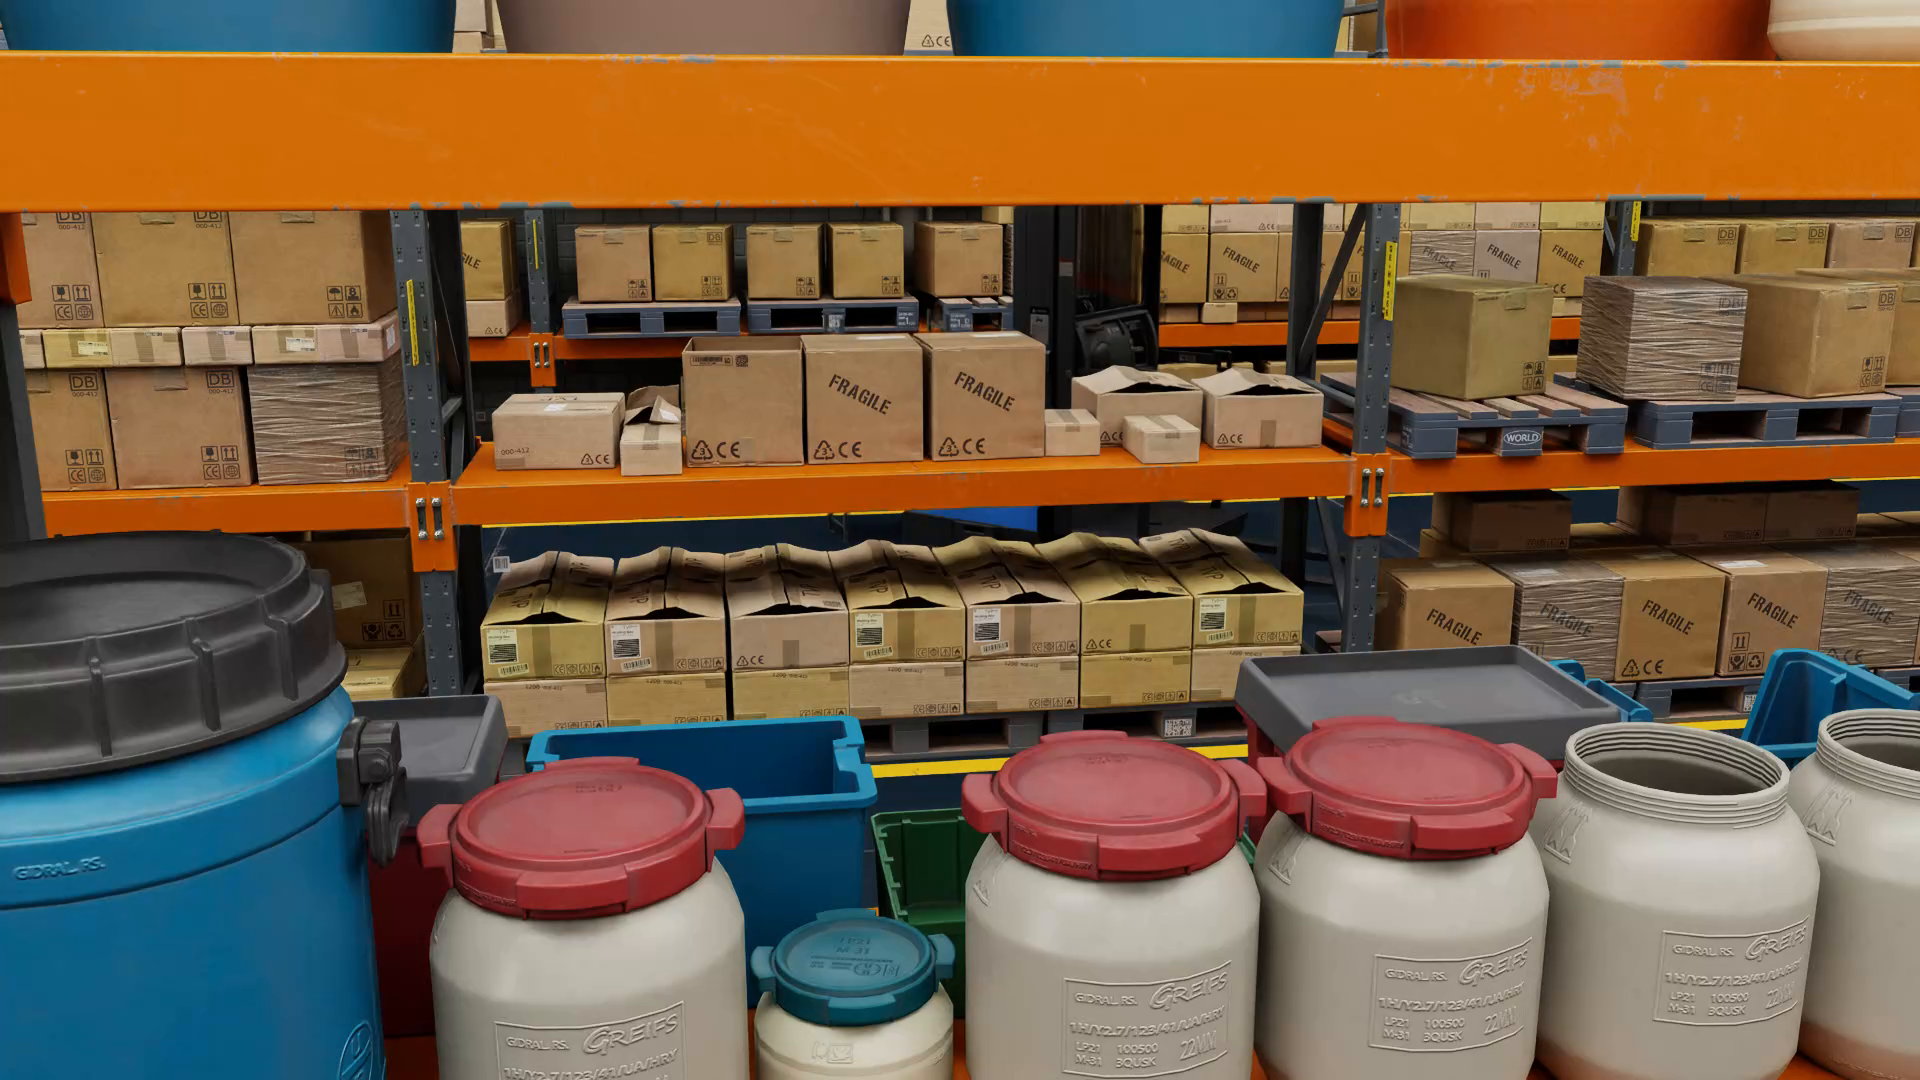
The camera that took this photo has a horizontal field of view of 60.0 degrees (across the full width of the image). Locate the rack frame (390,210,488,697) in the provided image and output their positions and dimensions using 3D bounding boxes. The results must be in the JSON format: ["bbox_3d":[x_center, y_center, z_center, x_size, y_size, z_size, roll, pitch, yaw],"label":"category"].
[{"bbox_3d":[-2.221,-0.523,7.142,0.127,3.000,1.000,-2,14,-8],"label":"rack frame"}]

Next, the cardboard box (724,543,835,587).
[{"bbox_3d":[-0.856,0.213,7.841,0.500,0.311,0.500,-2,14,-8],"label":"cardboard box"}]

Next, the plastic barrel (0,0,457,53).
[{"bbox_3d":[-1.016,-1.100,2.246,0.708,0.901,0.600,-2,14,-8],"label":"plastic barrel"}]

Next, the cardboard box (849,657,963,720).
[{"bbox_3d":[-0.265,0.596,7.468,0.500,0.250,0.500,-2,14,-7],"label":"cardboard box"}]

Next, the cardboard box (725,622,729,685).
[{"bbox_3d":[-1.354,0.504,7.835,0.500,0.250,0.500,-2,14,-9],"label":"cardboard box"}]

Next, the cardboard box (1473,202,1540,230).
[{"bbox_3d":[4.017,-2.476,12.529,0.500,0.250,0.500,-2,14,-7],"label":"cardboard box"}]

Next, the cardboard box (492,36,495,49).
[{"bbox_3d":[-3.485,-3.271,11.684,0.500,0.500,0.500,-2,14,-6],"label":"cardboard box"}]

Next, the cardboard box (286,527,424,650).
[{"bbox_3d":[-2.726,0.185,7.567,0.500,0.500,0.500,-2,14,-8],"label":"cardboard box"}]

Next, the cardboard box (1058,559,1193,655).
[{"bbox_3d":[0.740,0.288,7.542,0.500,0.311,0.500,-2,14,-9],"label":"cardboard box"}]

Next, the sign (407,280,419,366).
[{"bbox_3d":[-2.137,-0.848,6.495,0.005,0.325,0.100,-2,14,-8],"label":"sign"}]

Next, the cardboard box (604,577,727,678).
[{"bbox_3d":[-1.280,0.363,7.245,0.500,0.311,0.500,-2,14,-9],"label":"cardboard box"}]

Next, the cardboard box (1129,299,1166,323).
[{"bbox_3d":[1.353,-1.704,12.324,0.250,0.149,0.380,-2,14,-9],"label":"cardboard box"}]

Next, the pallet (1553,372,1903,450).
[{"bbox_3d":[3.657,-0.647,8.029,1.213,0.211,1.003,-2,14,-8],"label":"pallet"}]

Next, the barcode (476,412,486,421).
[{"bbox_3d":[-3.532,-0.909,12.256,0.075,0.075,0.001,-2,14,-8],"label":"barcode"}]

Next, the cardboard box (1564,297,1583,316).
[{"bbox_3d":[4.656,-1.812,12.756,0.250,0.149,0.380,-2,14,-8],"label":"cardboard box"}]

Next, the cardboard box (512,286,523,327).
[{"bbox_3d":[-3.459,-1.686,12.046,0.500,0.250,0.500,-2,14,-8],"label":"cardboard box"}]

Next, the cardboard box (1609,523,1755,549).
[{"bbox_3d":[3.654,0.201,8.487,0.500,0.500,0.500,-3,14,-10],"label":"cardboard box"}]

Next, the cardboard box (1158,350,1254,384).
[{"bbox_3d":[1.739,-1.016,12.661,0.750,0.750,0.750,-2,14,-9],"label":"cardboard box"}]

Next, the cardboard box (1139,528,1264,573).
[{"bbox_3d":[1.173,0.138,8.141,0.500,0.311,0.500,-2,14,-6],"label":"cardboard box"}]

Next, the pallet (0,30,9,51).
[{"bbox_3d":[-3.061,-1.898,6.640,1.213,0.211,1.003,-2,14,-8],"label":"pallet"}]

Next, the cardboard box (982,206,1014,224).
[{"bbox_3d":[0.340,-2.401,12.187,0.250,0.149,0.380,-5,15,-18],"label":"cardboard box"}]

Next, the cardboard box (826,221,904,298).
[{"bbox_3d":[-0.699,-2.052,12.126,0.500,0.500,0.700,-2,14,-8],"label":"cardboard box"}]

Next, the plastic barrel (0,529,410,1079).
[{"bbox_3d":[-1.060,0.484,2.095,0.708,0.901,0.600,-2,14,-8],"label":"plastic barrel"}]

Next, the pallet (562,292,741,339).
[{"bbox_3d":[-2.185,-1.614,11.887,1.213,0.211,1.003,-2,14,-8],"label":"pallet"}]

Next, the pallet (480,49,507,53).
[{"bbox_3d":[-1.351,-1.920,6.940,1.217,0.209,0.805,-3,14,-11],"label":"pallet"}]

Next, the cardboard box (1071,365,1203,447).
[{"bbox_3d":[0.821,-0.639,7.787,0.500,0.311,0.500,-2,14,-9],"label":"cardboard box"}]

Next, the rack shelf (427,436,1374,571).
[{"bbox_3d":[-0.243,-0.247,7.518,4.000,0.370,1.077,-2,14,-8],"label":"rack shelf"}]

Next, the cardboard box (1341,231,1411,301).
[{"bbox_3d":[3.035,-2.073,12.465,0.500,0.500,0.500,-2,14,-7],"label":"cardboard box"}]

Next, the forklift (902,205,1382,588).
[{"bbox_3d":[1.131,-1.214,10.036,3.031,2.935,1.130,9,17,33],"label":"forklift"}]

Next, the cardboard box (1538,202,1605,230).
[{"bbox_3d":[4.524,-2.492,12.594,0.500,0.250,0.500,-2,14,-7],"label":"cardboard box"}]

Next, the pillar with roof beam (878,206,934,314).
[{"bbox_3d":[0.220,-3.895,8.253,0.400,9.000,9.100,-2,14,-8],"label":"pillar with roof beam"}]

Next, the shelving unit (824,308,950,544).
[{"bbox_3d":[-0.487,-0.779,11.244,0.755,1.500,0.431,-5,15,-20],"label":"shelving unit"}]

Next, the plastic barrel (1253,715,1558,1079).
[{"bbox_3d":[0.645,0.578,2.470,0.433,0.535,0.433,0,14,0],"label":"plastic barrel"}]

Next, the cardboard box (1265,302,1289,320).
[{"bbox_3d":[2.364,-1.750,12.510,0.250,0.149,0.380,-2,14,-7],"label":"cardboard box"}]

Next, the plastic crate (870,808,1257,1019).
[{"bbox_3d":[0.193,0.640,2.938,0.662,0.188,0.450,-2,14,-8],"label":"plastic crate"}]

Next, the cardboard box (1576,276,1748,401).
[{"bbox_3d":[3.273,-0.958,7.805,0.500,0.500,0.700,1,14,2],"label":"cardboard box"}]

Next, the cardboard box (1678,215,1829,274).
[{"bbox_3d":[6.209,-2.191,13.175,0.700,0.700,0.980,-2,14,-10],"label":"cardboard box"}]

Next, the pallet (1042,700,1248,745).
[{"bbox_3d":[0.914,0.705,7.977,1.213,0.211,1.003,-2,14,-8],"label":"pallet"}]

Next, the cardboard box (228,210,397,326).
[{"bbox_3d":[-2.659,-1.183,6.902,0.500,0.500,0.700,-2,14,-8],"label":"cardboard box"}]

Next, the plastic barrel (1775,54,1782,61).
[{"bbox_3d":[1.624,-1.197,2.632,0.600,0.901,0.600,0,14,0],"label":"plastic barrel"}]

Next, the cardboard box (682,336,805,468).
[{"bbox_3d":[-0.938,-0.615,7.301,0.500,0.500,0.500,-1,14,-4],"label":"cardboard box"}]

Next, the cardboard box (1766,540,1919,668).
[{"bbox_3d":[4.258,0.307,8.067,0.500,0.500,0.500,-2,14,-8],"label":"cardboard box"}]

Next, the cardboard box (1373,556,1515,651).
[{"bbox_3d":[2.227,0.383,7.762,0.500,0.500,0.500,-1,14,-6],"label":"cardboard box"}]

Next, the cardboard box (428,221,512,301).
[{"bbox_3d":[-3.384,-1.924,11.452,0.500,0.500,0.500,-2,14,-8],"label":"cardboard box"}]

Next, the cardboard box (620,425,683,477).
[{"bbox_3d":[-1.314,-0.384,7.104,0.250,0.149,0.380,-2,14,-8],"label":"cardboard box"}]

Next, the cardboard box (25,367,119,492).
[{"bbox_3d":[-3.676,-0.516,6.908,0.500,0.500,0.700,-2,14,-7],"label":"cardboard box"}]

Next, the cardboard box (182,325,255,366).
[{"bbox_3d":[-2.961,-0.806,6.732,0.250,0.149,0.380,-3,14,-10],"label":"cardboard box"}]

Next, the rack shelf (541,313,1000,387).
[{"bbox_3d":[-0.985,-1.438,12.269,4.000,0.370,1.077,-2,14,-8],"label":"rack shelf"}]

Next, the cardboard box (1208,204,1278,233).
[{"bbox_3d":[2.011,-2.400,12.225,0.500,0.250,0.500,-2,14,-9],"label":"cardboard box"}]
